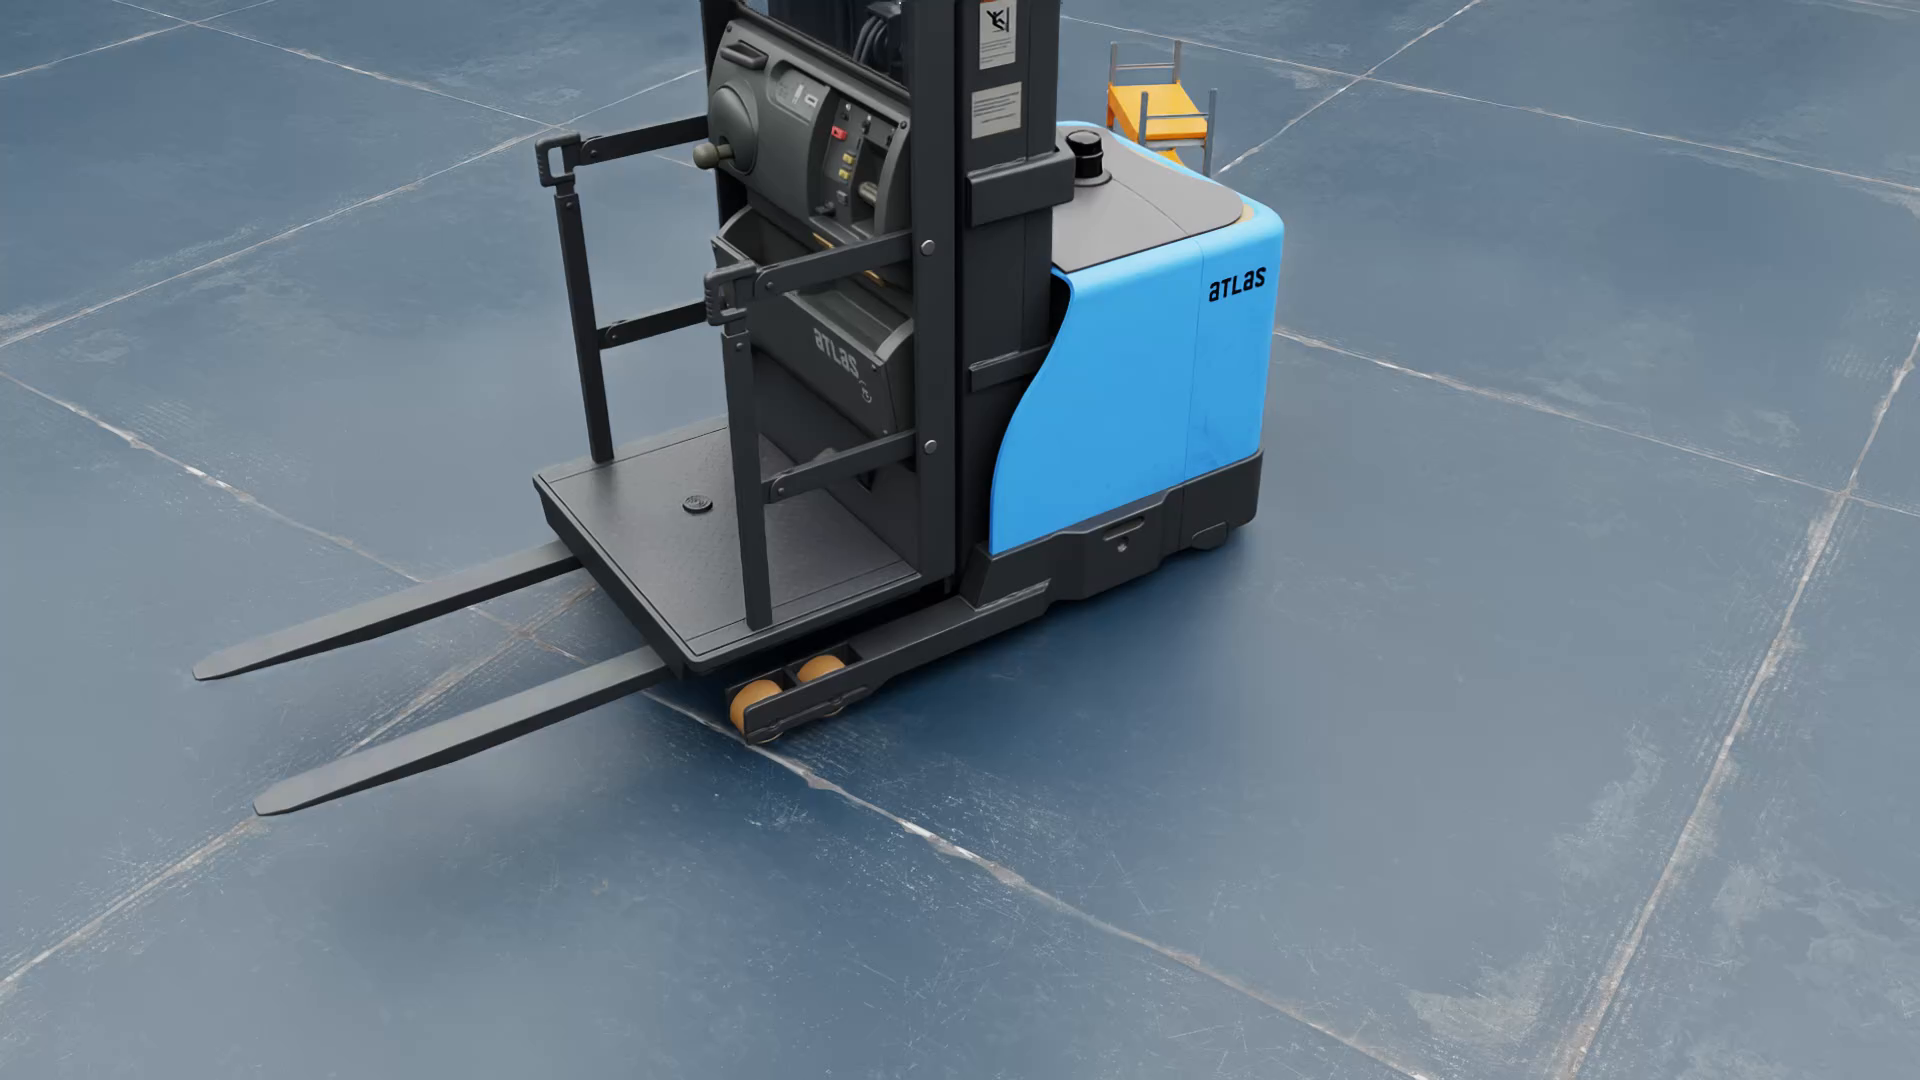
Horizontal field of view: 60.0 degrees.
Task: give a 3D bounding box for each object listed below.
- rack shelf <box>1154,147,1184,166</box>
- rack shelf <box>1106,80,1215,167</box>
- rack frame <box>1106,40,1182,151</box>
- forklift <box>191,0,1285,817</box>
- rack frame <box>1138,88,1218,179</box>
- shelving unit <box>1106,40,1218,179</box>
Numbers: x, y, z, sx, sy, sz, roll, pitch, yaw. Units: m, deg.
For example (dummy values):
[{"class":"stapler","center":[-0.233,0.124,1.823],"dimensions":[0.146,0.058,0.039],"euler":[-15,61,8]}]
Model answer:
[{"class":"rack shelf","center":[0.655,-1.168,5.627],"dimensions":[0.258,0.148,0.480],"euler":[-4,34,-6]},{"class":"rack shelf","center":[0.655,-1.364,5.495],"dimensions":[0.258,0.148,0.480],"euler":[-4,34,-6]},{"class":"rack frame","center":[0.626,-1.174,5.916],"dimensions":[0.240,1.200,0.015],"euler":[-4,34,-6]},{"class":"forklift","center":[-0.571,-1.010,4.127],"dimensions":[3.031,2.935,1.130],"euler":[-21,39,-27]},{"class":"rack frame","center":[0.684,-0.903,5.514],"dimensions":[0.240,1.200,0.015],"euler":[-4,34,-6]},{"class":"shelving unit","center":[0.655,-1.039,5.715],"dimensions":[0.258,1.200,0.503],"euler":[-4,34,-6]}]
